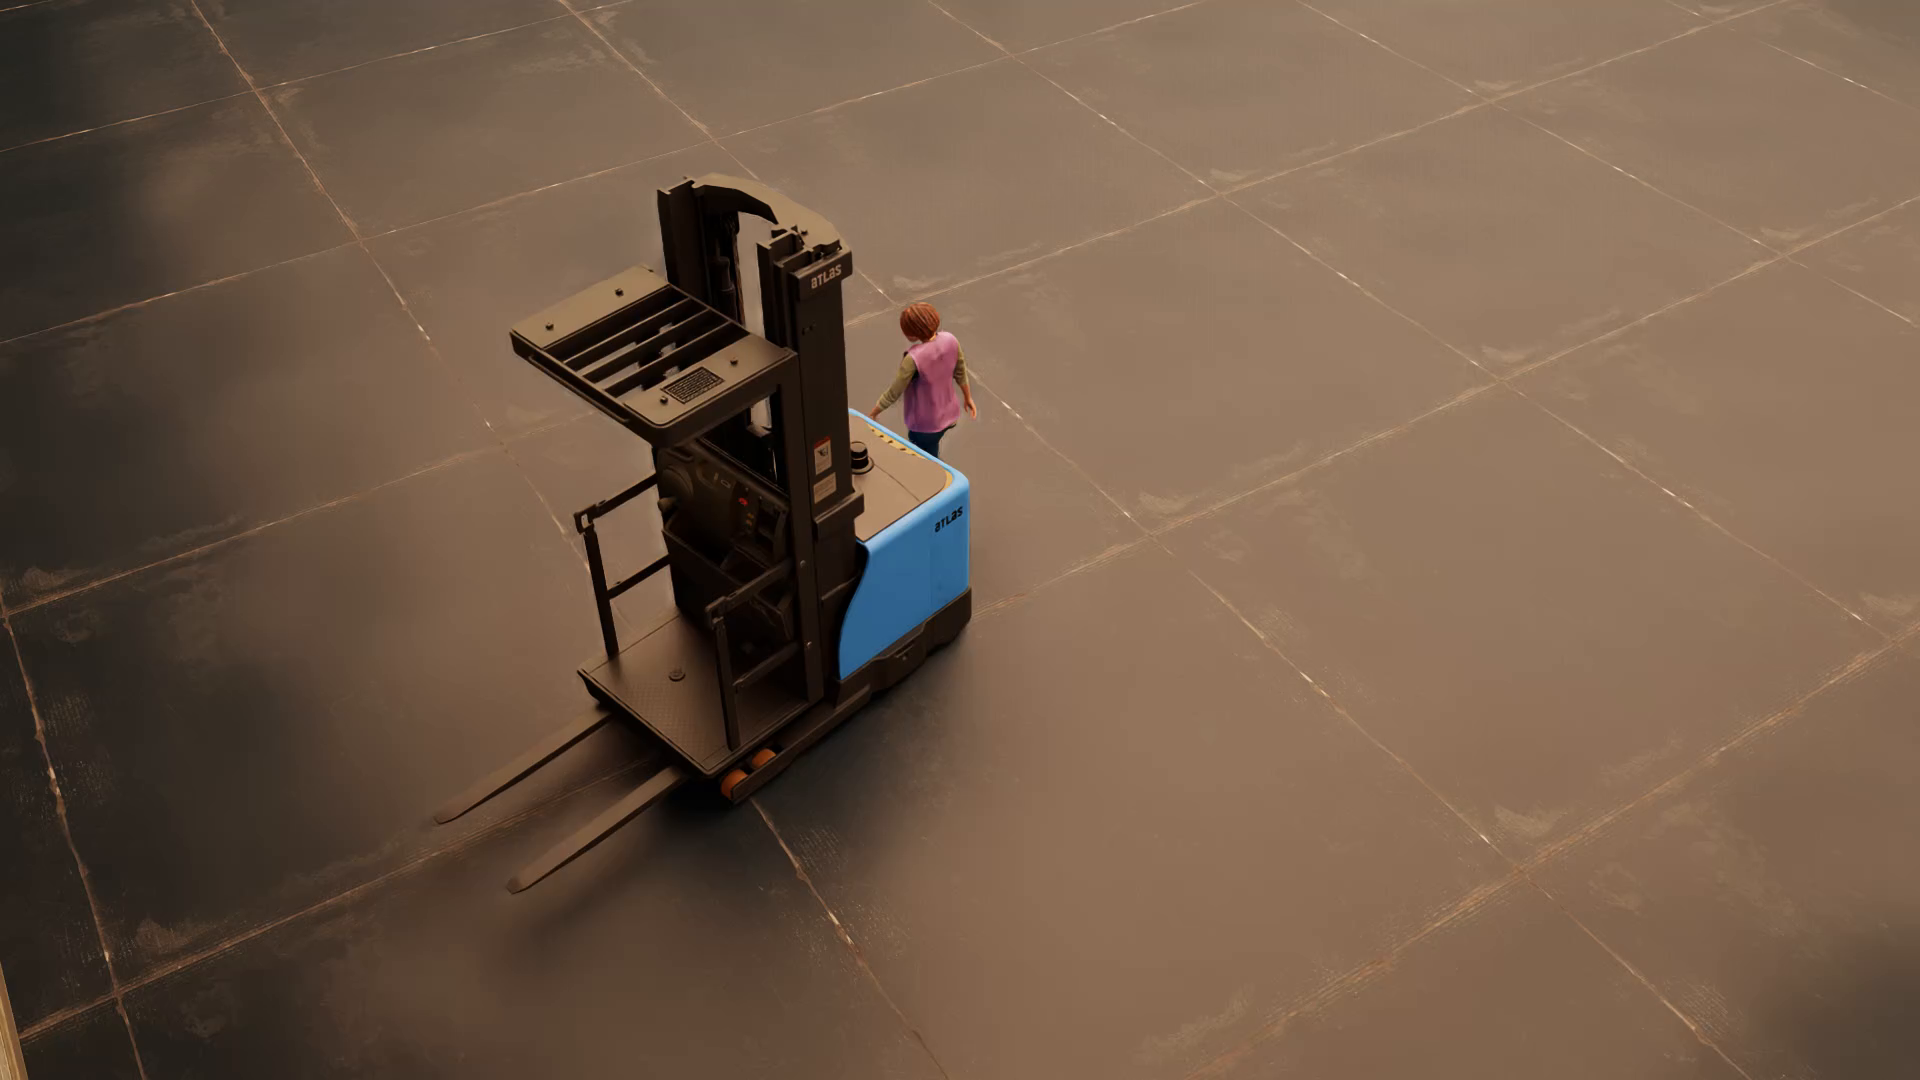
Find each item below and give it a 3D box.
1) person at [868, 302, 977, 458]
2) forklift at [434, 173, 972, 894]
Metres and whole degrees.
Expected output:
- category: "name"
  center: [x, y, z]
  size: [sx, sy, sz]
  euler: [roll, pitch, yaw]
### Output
- category: "person"
  center: [-0.238, -0.768, 9.802]
  size: [0.828, 1.556, 0.583]
  euler: [30, 49, 29]
- category: "forklift"
  center: [-1.312, -0.140, 8.031]
  size: [1.130, 2.935, 3.031]
  euler: [32, 50, 31]
